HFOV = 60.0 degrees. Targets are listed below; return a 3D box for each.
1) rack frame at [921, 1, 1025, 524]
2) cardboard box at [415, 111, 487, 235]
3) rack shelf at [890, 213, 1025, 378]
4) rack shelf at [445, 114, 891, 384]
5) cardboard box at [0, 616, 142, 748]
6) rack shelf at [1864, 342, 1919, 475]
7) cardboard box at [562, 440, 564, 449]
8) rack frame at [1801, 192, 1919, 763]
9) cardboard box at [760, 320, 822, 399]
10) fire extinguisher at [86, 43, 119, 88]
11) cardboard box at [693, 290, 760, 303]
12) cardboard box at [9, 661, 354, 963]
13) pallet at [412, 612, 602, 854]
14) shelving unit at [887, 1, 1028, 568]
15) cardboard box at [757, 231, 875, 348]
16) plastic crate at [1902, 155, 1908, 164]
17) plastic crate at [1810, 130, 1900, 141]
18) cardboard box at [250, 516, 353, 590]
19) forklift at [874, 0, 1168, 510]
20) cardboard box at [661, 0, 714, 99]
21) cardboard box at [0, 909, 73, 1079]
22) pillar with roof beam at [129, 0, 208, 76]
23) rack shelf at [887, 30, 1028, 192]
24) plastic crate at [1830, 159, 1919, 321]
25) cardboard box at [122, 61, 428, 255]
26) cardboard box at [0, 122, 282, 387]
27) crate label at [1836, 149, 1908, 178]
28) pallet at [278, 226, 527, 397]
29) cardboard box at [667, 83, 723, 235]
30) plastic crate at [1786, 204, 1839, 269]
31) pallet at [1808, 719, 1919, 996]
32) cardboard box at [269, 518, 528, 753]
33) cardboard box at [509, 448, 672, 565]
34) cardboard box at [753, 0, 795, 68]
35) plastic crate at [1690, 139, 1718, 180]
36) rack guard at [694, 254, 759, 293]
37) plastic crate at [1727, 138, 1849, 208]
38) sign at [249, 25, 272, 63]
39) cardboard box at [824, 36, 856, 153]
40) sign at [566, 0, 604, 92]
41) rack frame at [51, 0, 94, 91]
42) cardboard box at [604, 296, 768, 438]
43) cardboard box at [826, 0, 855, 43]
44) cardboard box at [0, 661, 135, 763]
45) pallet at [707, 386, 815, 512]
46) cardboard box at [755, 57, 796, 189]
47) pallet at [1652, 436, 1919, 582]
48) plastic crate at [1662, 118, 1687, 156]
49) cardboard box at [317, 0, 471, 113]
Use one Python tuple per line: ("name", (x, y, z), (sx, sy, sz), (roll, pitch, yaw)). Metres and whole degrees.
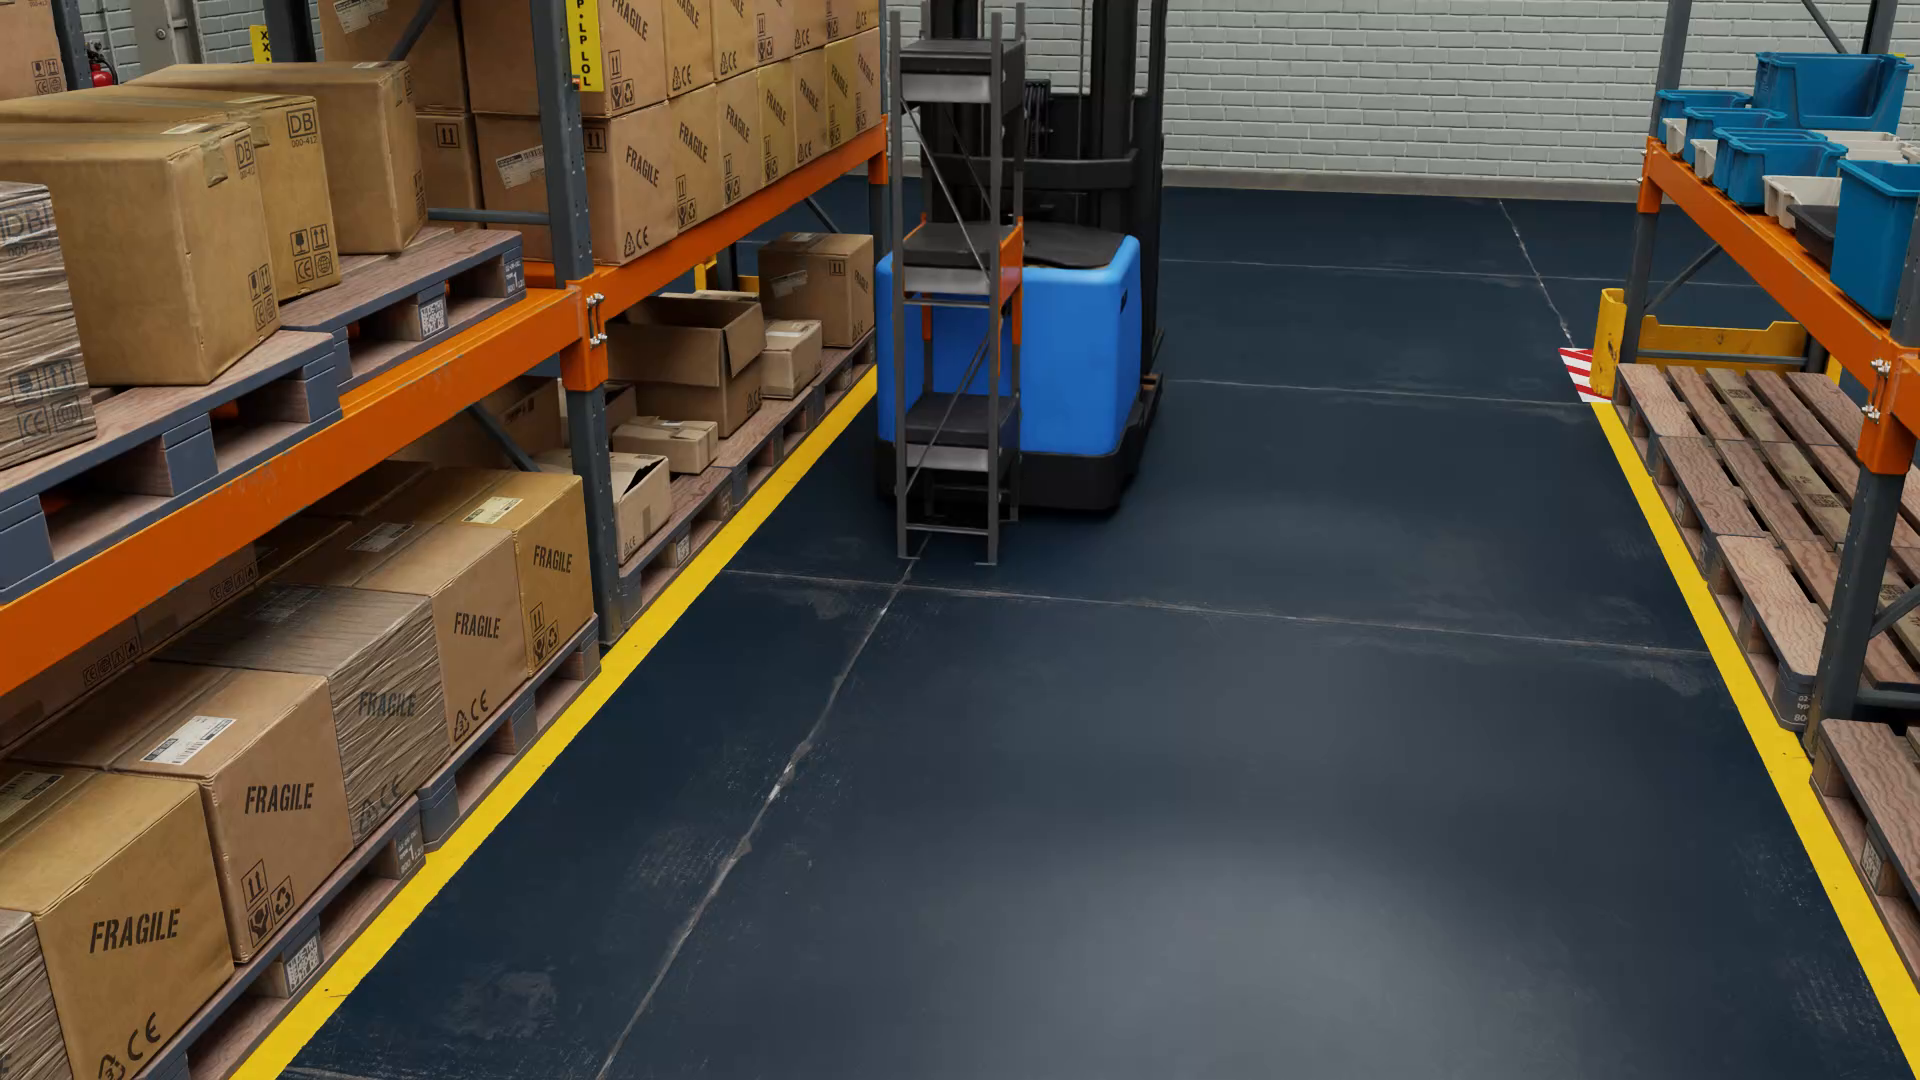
("rack frame", (0.049, -1.061, 6.677), (0.400, 2.100, 0.015), (4, 22, 11))
("cardboard box", (-1.862, -1.316, 5.971), (0.500, 0.500, 0.500), (5, 22, 12))
("rack shelf", (-0.001, -0.959, 6.460), (0.431, 0.518, 0.480), (4, 22, 11))
("rack shelf", (-1.305, -1.465, 7.438), (1.077, 0.370, 4.000), (4, 22, 11))
("cardboard box", (-2.356, 0.248, 3.976), (0.500, 0.250, 0.500), (4, 22, 10))
("rack shelf", (2.728, 0.377, 2.865), (1.077, 0.370, 4.000), (4, 22, 11))
("cardboard box", (-1.856, -0.320, 6.861), (0.380, 0.149, 0.250), (4, 22, 11))
("rack frame", (3.136, -0.688, 4.547), (1.000, 3.000, 0.127), (4, 22, 11))
("cardboard box", (-0.990, -0.896, 8.154), (0.500, 0.250, 0.500), (4, 22, 11))
("fire extinguisher", (-5.264, -2.717, 10.188), (0.296, 0.674, 0.183), (4, 22, 11))
("cardboard box", (-1.318, -1.285, 9.255), (0.380, 0.149, 0.250), (4, 22, 11))
("cardboard box", (-1.846, 0.640, 4.005), (0.500, 0.500, 0.500), (4, 22, 9))
("pallet", (-1.842, 0.527, 5.263), (1.003, 0.211, 1.213), (4, 22, 11))
("shelving unit", (-0.001, -0.971, 6.455), (0.431, 2.100, 0.503), (4, 22, 11))
("cardboard box", (-0.766, -1.357, 8.964), (0.500, 0.500, 0.500), (4, 22, 11))
("plastic crate", (3.784, -1.330, 6.286), (0.416, 0.233, 0.300), (4, 22, 11))
("plastic crate", (3.963, -1.744, 7.442), (0.396, 0.136, 0.243), (4, 22, 11))
("cardboard box", (-2.148, 0.243, 4.993), (0.500, 0.500, 0.500), (5, 22, 12))
("forklift", (0.437, -2.002, 7.902), (1.130, 2.935, 3.031), (4, 22, 11))
("cardboard box", (-1.236, -1.917, 6.125), (0.500, 0.500, 0.500), (4, 22, 9))
("cardboard box", (-2.055, 1.015, 3.076), (0.500, 0.500, 0.500), (4, 22, 9))
("pillar with roof beam", (-1.828, -6.414, 10.734), (9.100, 9.000, 0.400), (4, 22, 11))
("rack shelf", (-0.001, -1.608, 6.199), (0.431, 0.518, 0.480), (4, 22, 11))
("plastic crate", (2.897, -0.905, 5.027), (0.392, 0.384, 0.575), (4, 22, 11))
("cardboard box", (-2.028, -1.152, 5.003), (0.700, 0.500, 0.500), (-3, 22, -7))
("cardboard box", (-2.013, -0.657, 3.775), (0.700, 0.500, 0.500), (-1, 22, -3))
("crate label", (3.856, -1.536, 6.924), (0.396, 0.136, 0.243), (4, 22, 11))
("pallet", (-1.983, -0.694, 4.819), (1.003, 0.211, 1.213), (4, 22, 11))
("cardboard box", (-1.241, -1.466, 6.346), (0.500, 0.500, 0.500), (5, 22, 12))
("plastic crate", (3.101, -1.018, 5.654), (0.437, 0.125, 0.590), (4, 22, 11))
("pallet", (2.937, 0.884, 4.375), (1.003, 0.211, 1.213), (4, 22, 11))
("cardboard box", (-1.642, 0.271, 4.923), (0.500, 0.500, 0.500), (5, 22, 11))
("cardboard box", (-1.415, -0.161, 6.248), (0.500, 0.311, 0.500), (4, 22, 11))
("cardboard box", (-1.026, -2.294, 7.061), (0.500, 0.500, 0.500), (5, 23, 13))
("plastic crate", (3.294, -1.632, 7.164), (0.250, 0.136, 0.298), (4, 22, 11))
("rack guard", (-0.912, -1.343, 9.518), (1.175, 0.500, 0.348), (4, 22, 11))
("plastic crate", (3.249, -1.445, 6.569), (0.416, 0.233, 0.300), (4, 22, 11))
("sign", (-2.246, -1.507, 5.422), (0.100, 0.325, 0.005), (4, 22, 11))
("cardboard box", (-0.824, -2.202, 8.171), (0.500, 0.500, 0.500), (5, 22, 11))
("sign", (-1.169, -1.563, 5.170), (0.100, 0.325, 0.005), (4, 22, 11))
("rack frame", (-5.747, -2.906, 10.054), (1.000, 3.000, 0.127), (4, 22, 11))
("cardboard box", (-1.334, -0.801, 7.579), (0.797, 0.503, 0.637), (4, 22, 11))
("cardboard box", (-0.820, -2.671, 7.999), (0.500, 0.500, 0.500), (5, 22, 12))
("cardboard box", (-2.361, 0.610, 4.081), (0.500, 0.500, 0.500), (4, 22, 9))
("pallet", (-1.325, -0.472, 7.743), (1.003, 0.211, 1.213), (4, 22, 11))
("cardboard box", (-1.034, -1.835, 7.262), (0.500, 0.500, 0.500), (4, 22, 10))
("pallet", (3.494, -0.114, 6.854), (1.003, 0.211, 1.213), (4, 22, 11))
("plastic crate", (3.433, -1.880, 7.780), (0.250, 0.136, 0.298), (4, 22, 11))
("cardboard box", (-1.863, -1.782, 5.790), (0.500, 0.500, 0.500), (5, 22, 11))
